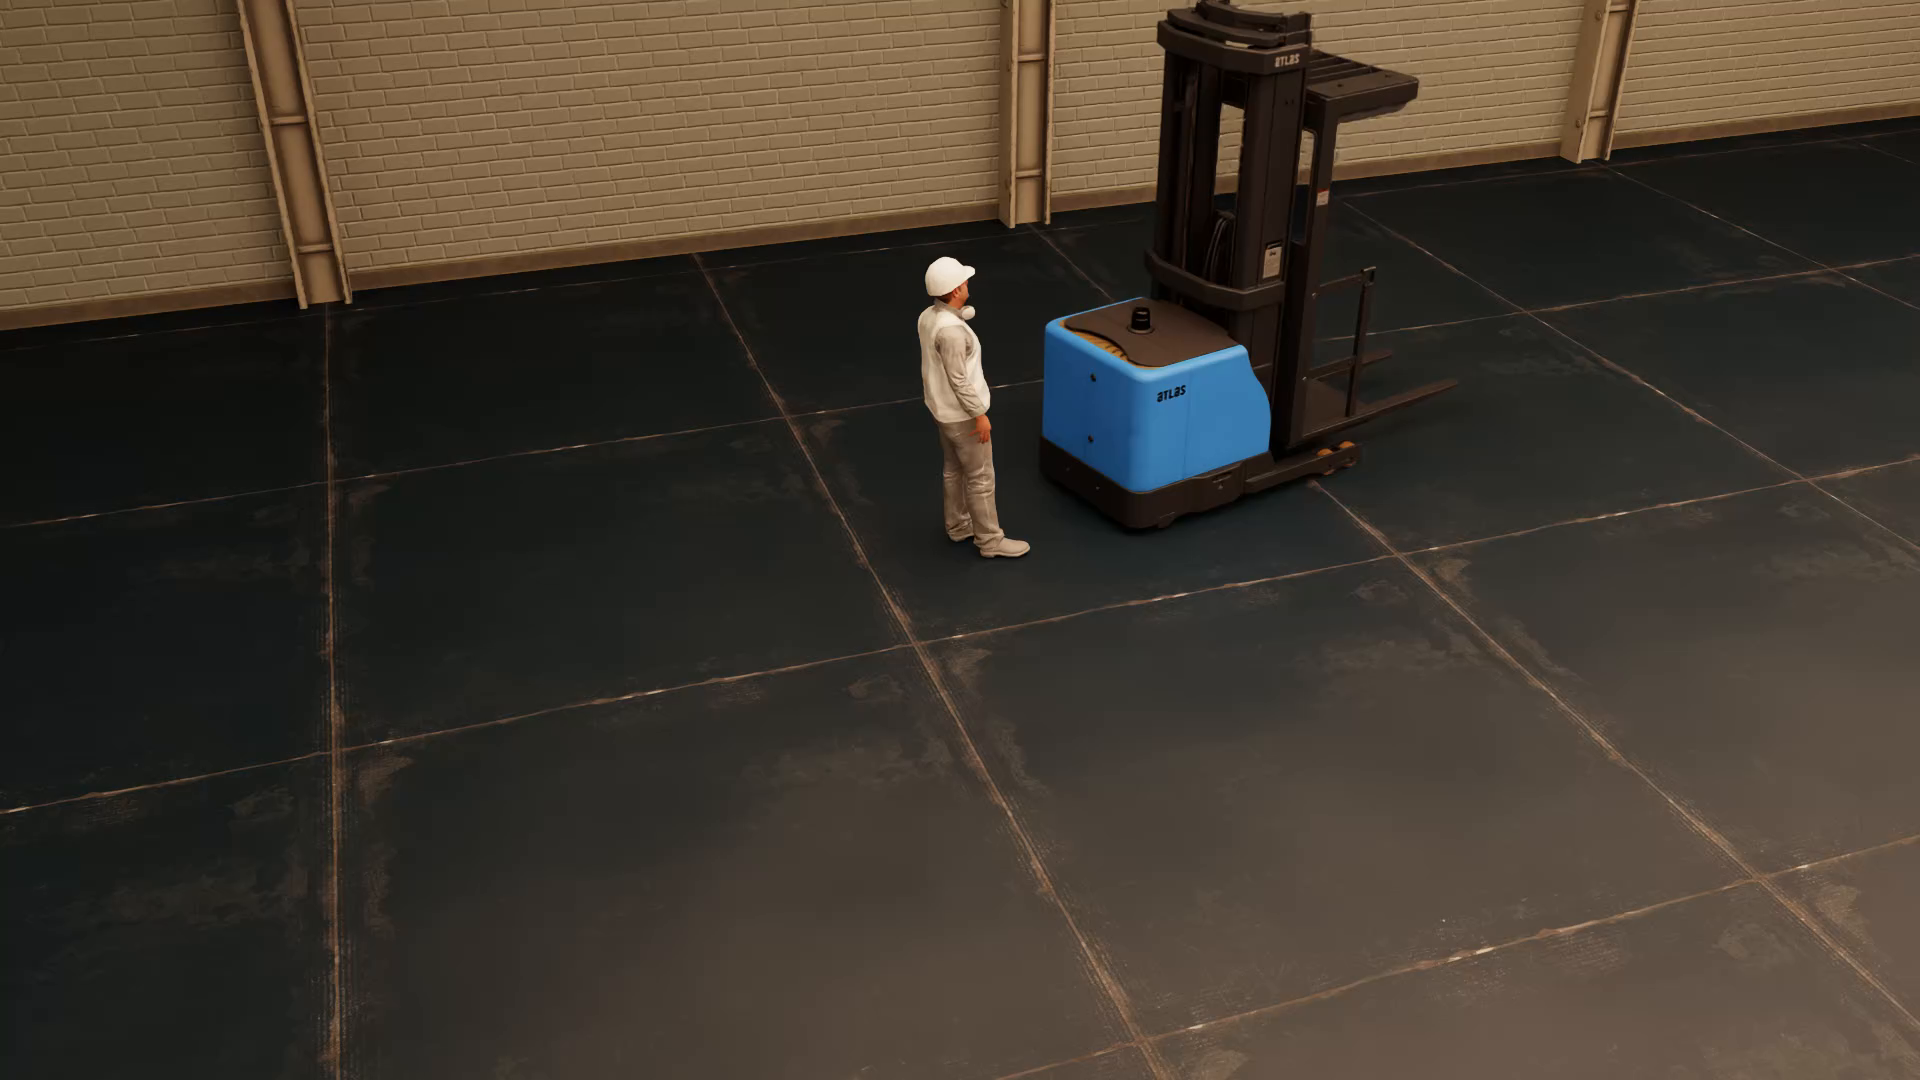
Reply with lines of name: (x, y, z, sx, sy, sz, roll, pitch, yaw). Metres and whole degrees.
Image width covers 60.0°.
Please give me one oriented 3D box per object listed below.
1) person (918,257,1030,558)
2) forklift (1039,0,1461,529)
person: (0.061, -0.781, 9.590, 0.568, 1.773, 0.632, -10, 31, -16)
forklift: (2.016, -1.892, 10.376, 3.031, 2.935, 1.130, -18, 35, -29)
